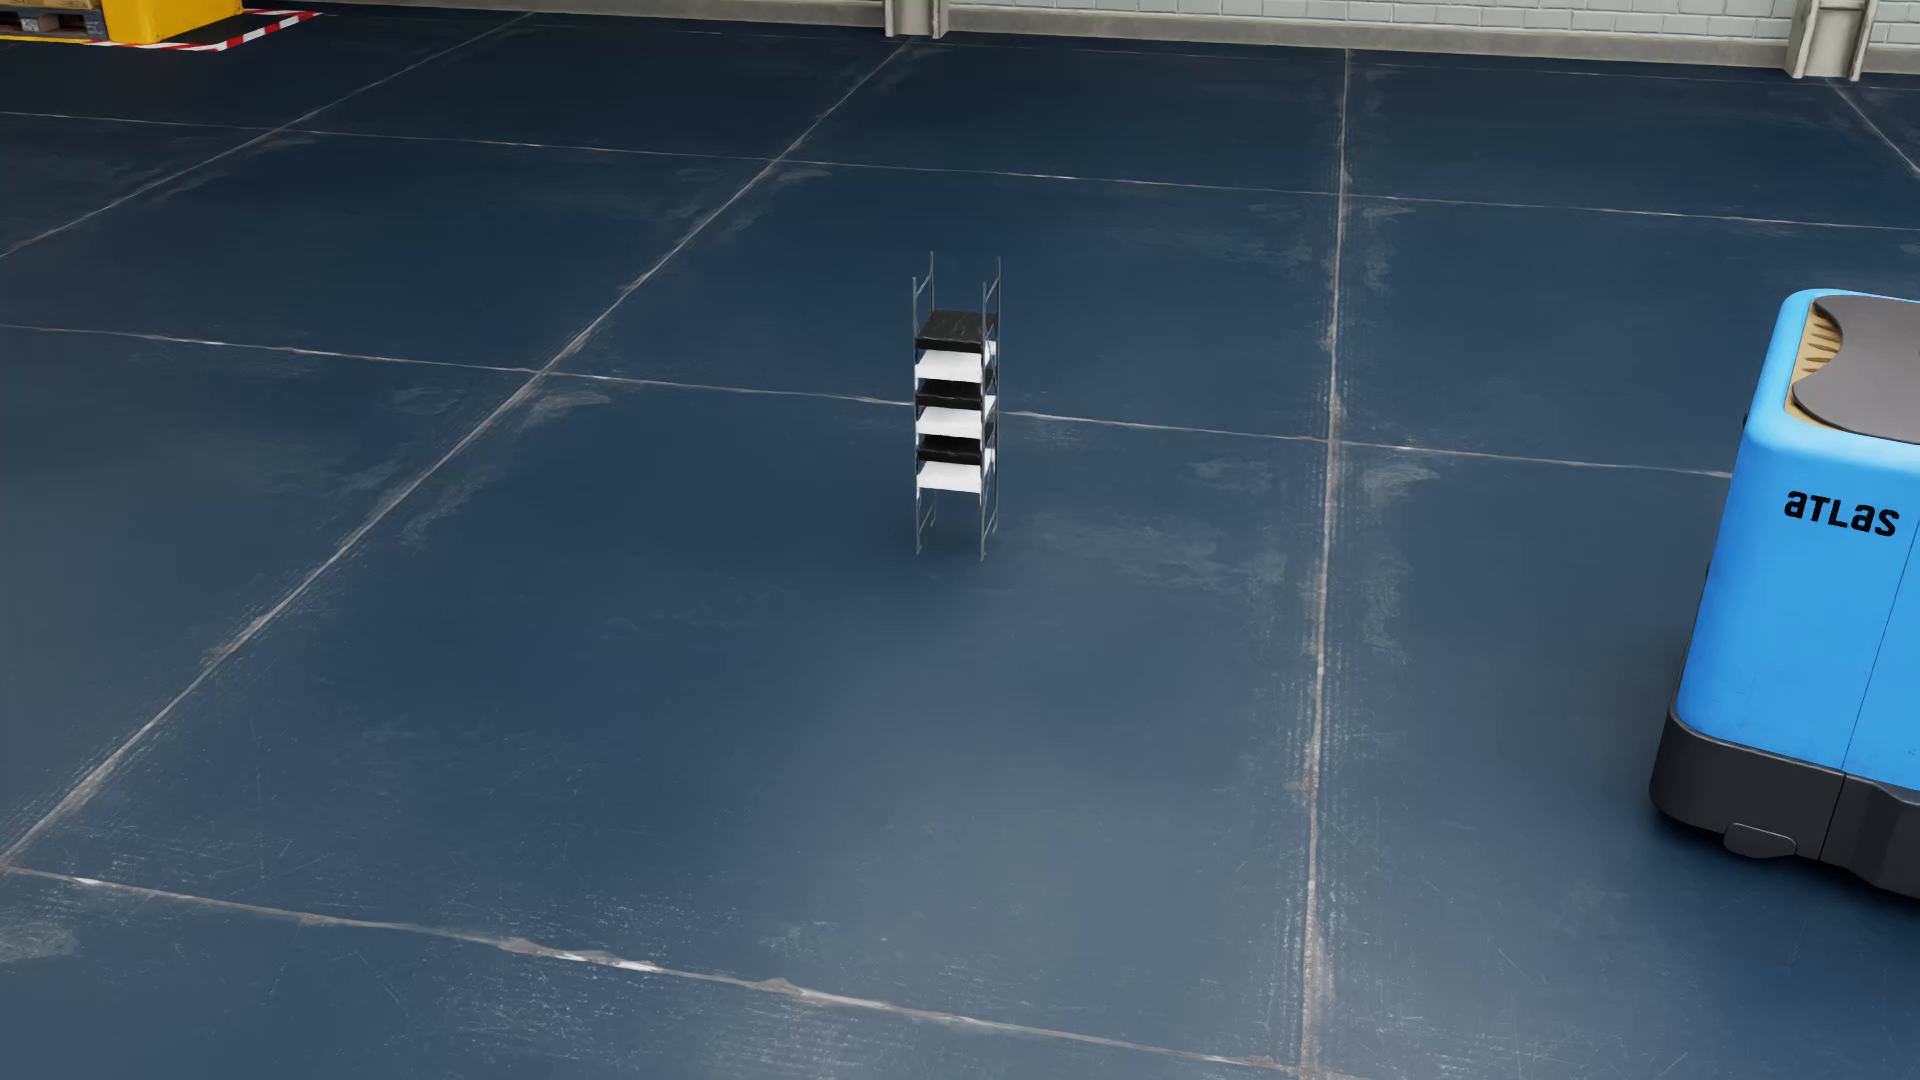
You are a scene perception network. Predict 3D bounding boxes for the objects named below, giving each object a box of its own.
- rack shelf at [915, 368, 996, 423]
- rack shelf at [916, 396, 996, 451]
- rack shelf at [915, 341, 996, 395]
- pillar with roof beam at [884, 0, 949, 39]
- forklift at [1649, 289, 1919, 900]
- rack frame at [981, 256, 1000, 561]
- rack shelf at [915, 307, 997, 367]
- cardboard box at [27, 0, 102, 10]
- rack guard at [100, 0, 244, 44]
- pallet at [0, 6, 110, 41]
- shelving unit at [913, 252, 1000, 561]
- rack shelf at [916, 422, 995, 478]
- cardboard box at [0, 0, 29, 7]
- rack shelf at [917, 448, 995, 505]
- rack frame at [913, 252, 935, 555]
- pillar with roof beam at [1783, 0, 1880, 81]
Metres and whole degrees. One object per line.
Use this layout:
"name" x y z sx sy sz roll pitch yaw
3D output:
"rack shelf" -0.008 -0.445 5.008 0.200 0.077 0.258 6 29 11
"rack shelf" -0.008 -0.366 5.051 0.200 0.077 0.258 6 29 11
"rack shelf" -0.008 -0.524 4.965 0.200 0.077 0.258 6 29 11
"pillar with roof beam" -1.203 -5.541 6.001 0.400 9.000 9.100 6 29 11
"forklift" 3.194 -0.457 3.032 3.031 2.935 1.130 15 32 25
"rack frame" 0.091 -0.385 5.017 0.006 0.900 0.240 6 29 11
"rack shelf" -0.008 -0.603 4.922 0.200 0.077 0.258 6 29 11
"cardboard box" -6.205 -3.917 11.707 0.500 0.250 0.500 6 29 11
"rack guard" -5.656 -3.941 11.929 0.348 0.500 1.175 6 29 11
"pallet" -6.436 -3.874 12.107 1.213 0.211 1.003 6 29 11
"shelving unit" -0.008 -0.396 5.035 0.210 0.900 0.258 6 29 11
"rack shelf" -0.008 -0.287 5.095 0.200 0.077 0.258 6 29 11
"cardboard box" -6.689 -3.971 11.807 0.500 0.250 0.500 6 29 11
"rack shelf" -0.008 -0.208 5.138 0.200 0.077 0.258 6 29 11
"rack frame" -0.107 -0.406 5.054 0.006 0.900 0.240 6 29 11
"pillar with roof beam" 4.664 -4.940 4.902 0.400 9.000 9.100 6 29 11
